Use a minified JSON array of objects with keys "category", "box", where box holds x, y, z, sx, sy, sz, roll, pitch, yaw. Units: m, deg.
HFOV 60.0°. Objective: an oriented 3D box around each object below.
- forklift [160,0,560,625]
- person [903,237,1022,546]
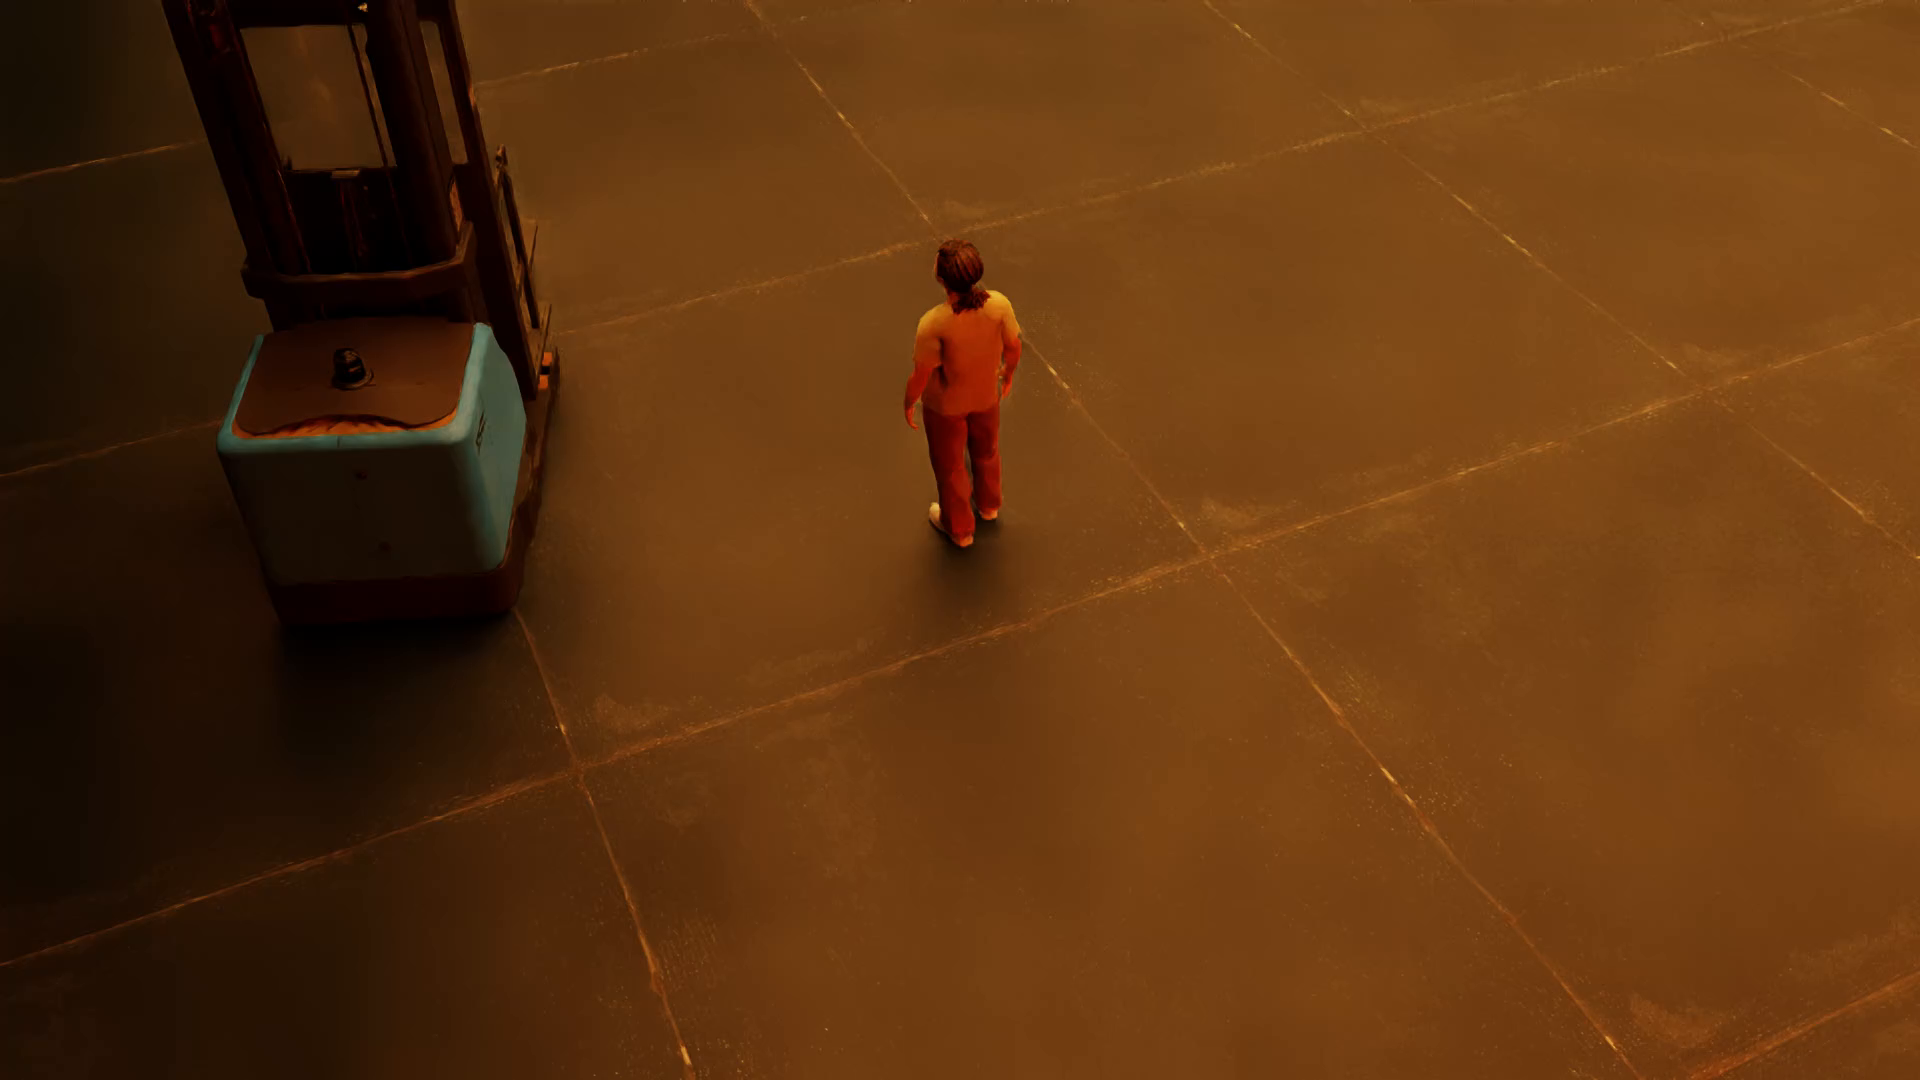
[{"category":"forklift","box":[-2.628,-1.697,7.499,1.130,2.935,3.031,-3,43,-4]},{"category":"person","box":[-0.021,-0.667,7.304,0.554,1.674,0.548,-18,46,-18]}]
